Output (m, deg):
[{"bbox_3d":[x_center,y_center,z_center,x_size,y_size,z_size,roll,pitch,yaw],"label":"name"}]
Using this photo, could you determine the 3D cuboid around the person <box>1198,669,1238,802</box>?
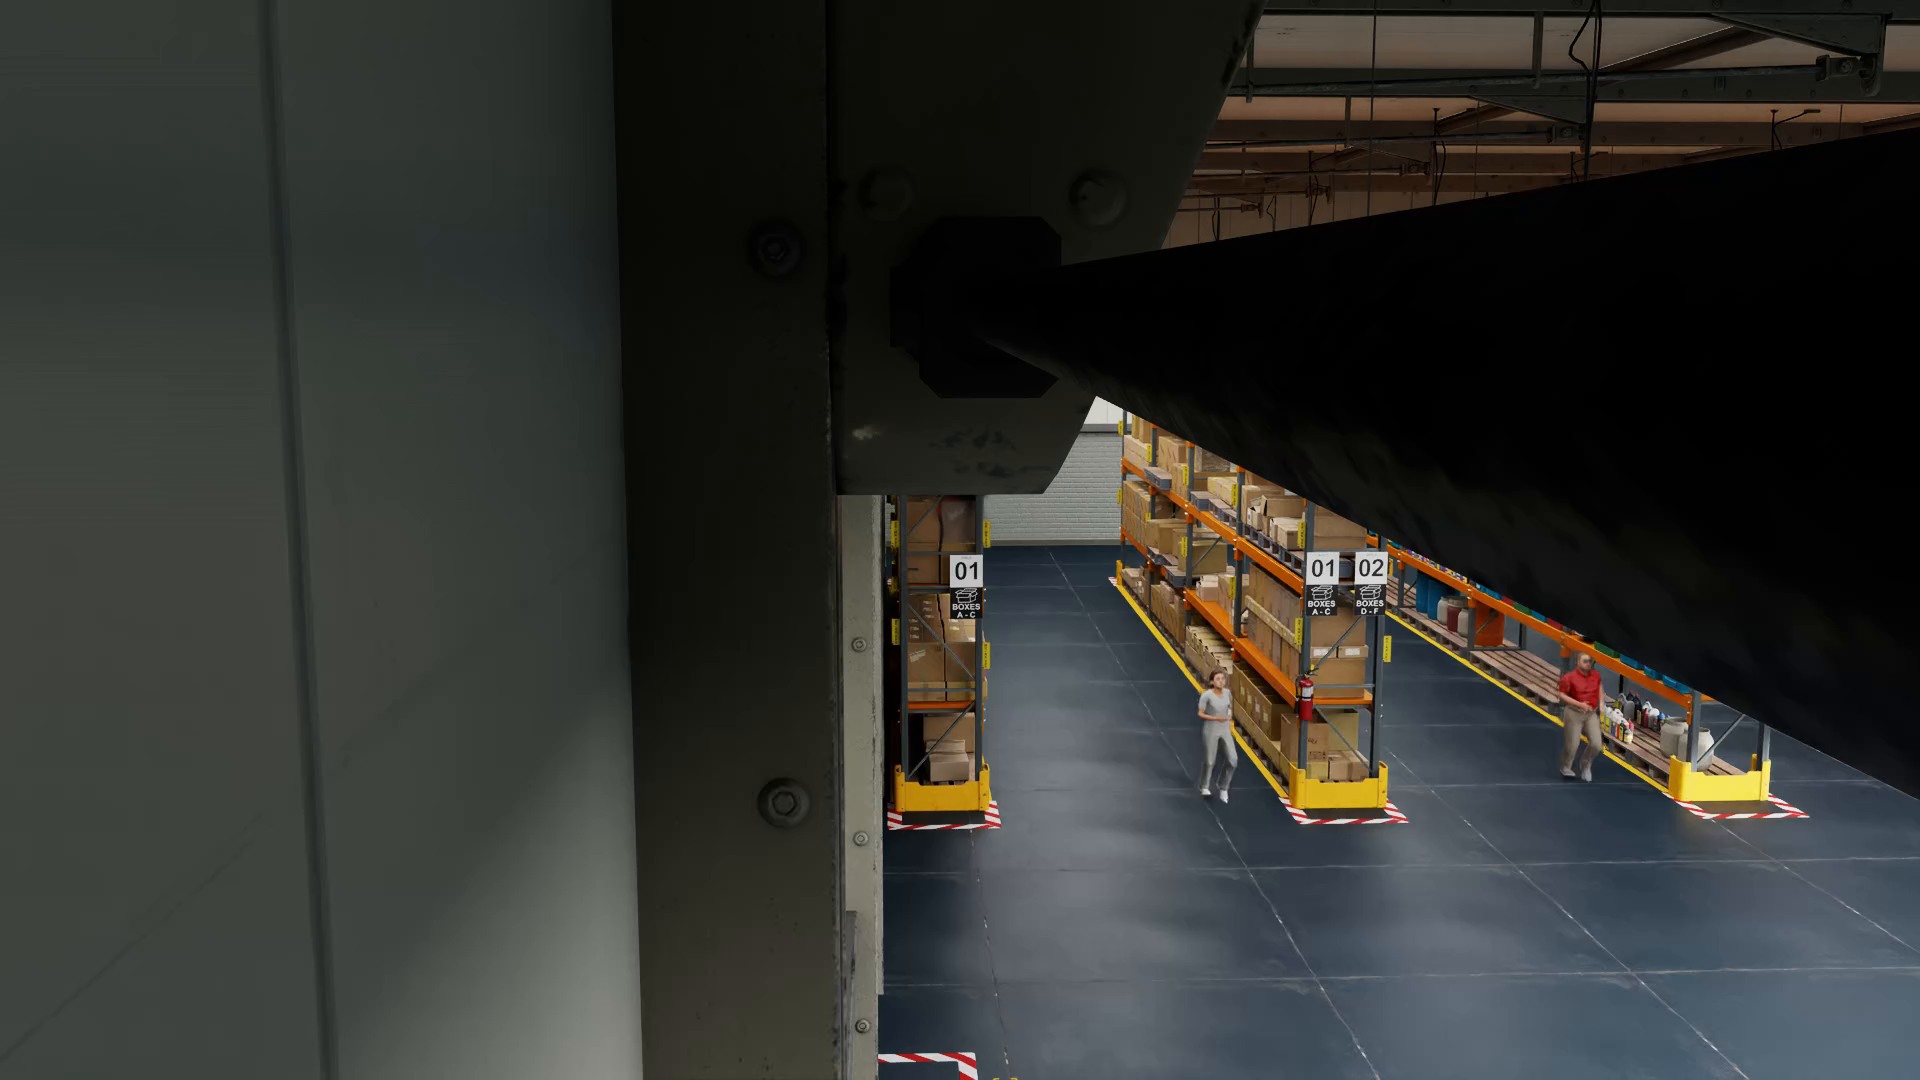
[{"bbox_3d":[3.231,2.457,20.844,0.565,1.703,0.648,-3,9,-18],"label":"person"}]

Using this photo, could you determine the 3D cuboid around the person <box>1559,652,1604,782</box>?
[{"bbox_3d":[8.110,2.330,21.611,0.693,1.760,0.690,-1,8,-8],"label":"person"}]
